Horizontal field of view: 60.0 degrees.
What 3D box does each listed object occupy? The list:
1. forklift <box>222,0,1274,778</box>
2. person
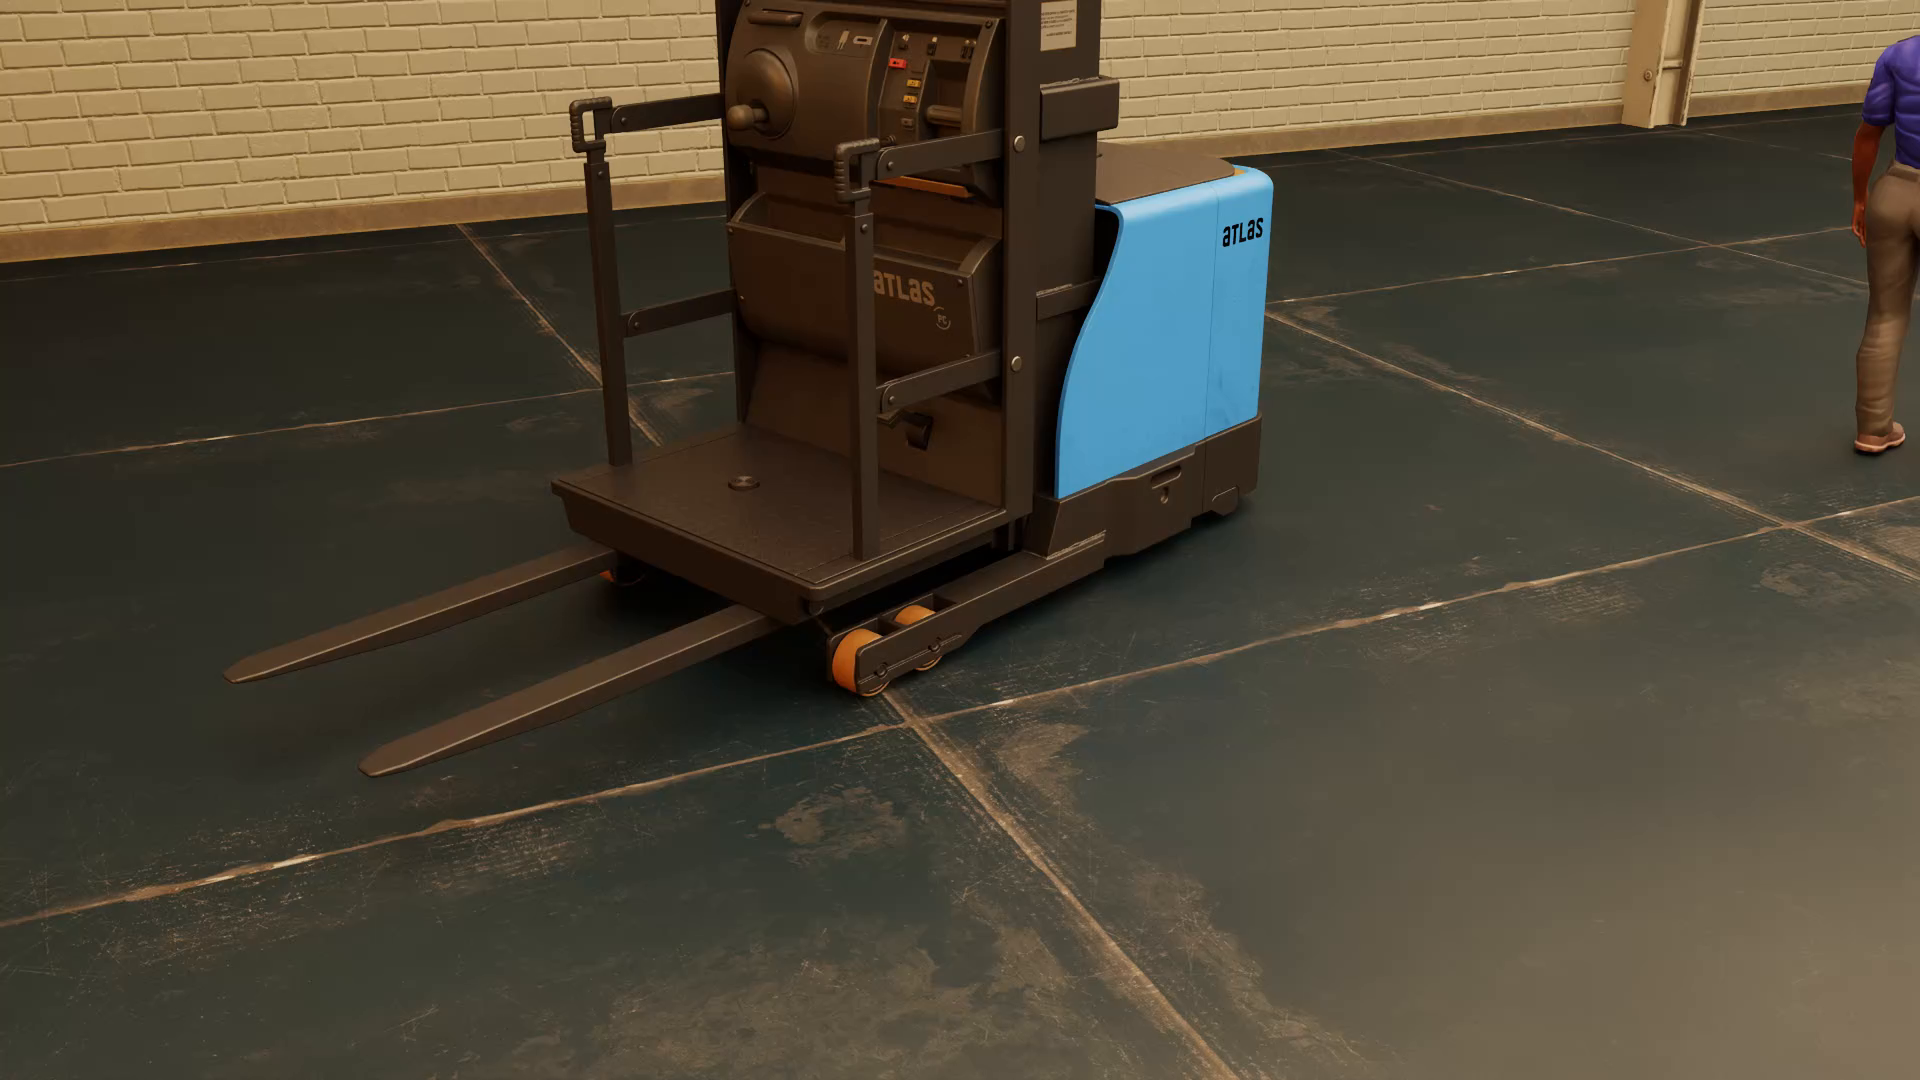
[{"bbox_3d":[-0.413,-1.182,4.131,1.130,2.935,3.031,19,29,39],"label":"forklift"},{"bbox_3d":[3.287,-1.090,5.554,0.503,1.656,0.570,-16,27,-33],"label":"person"}]
